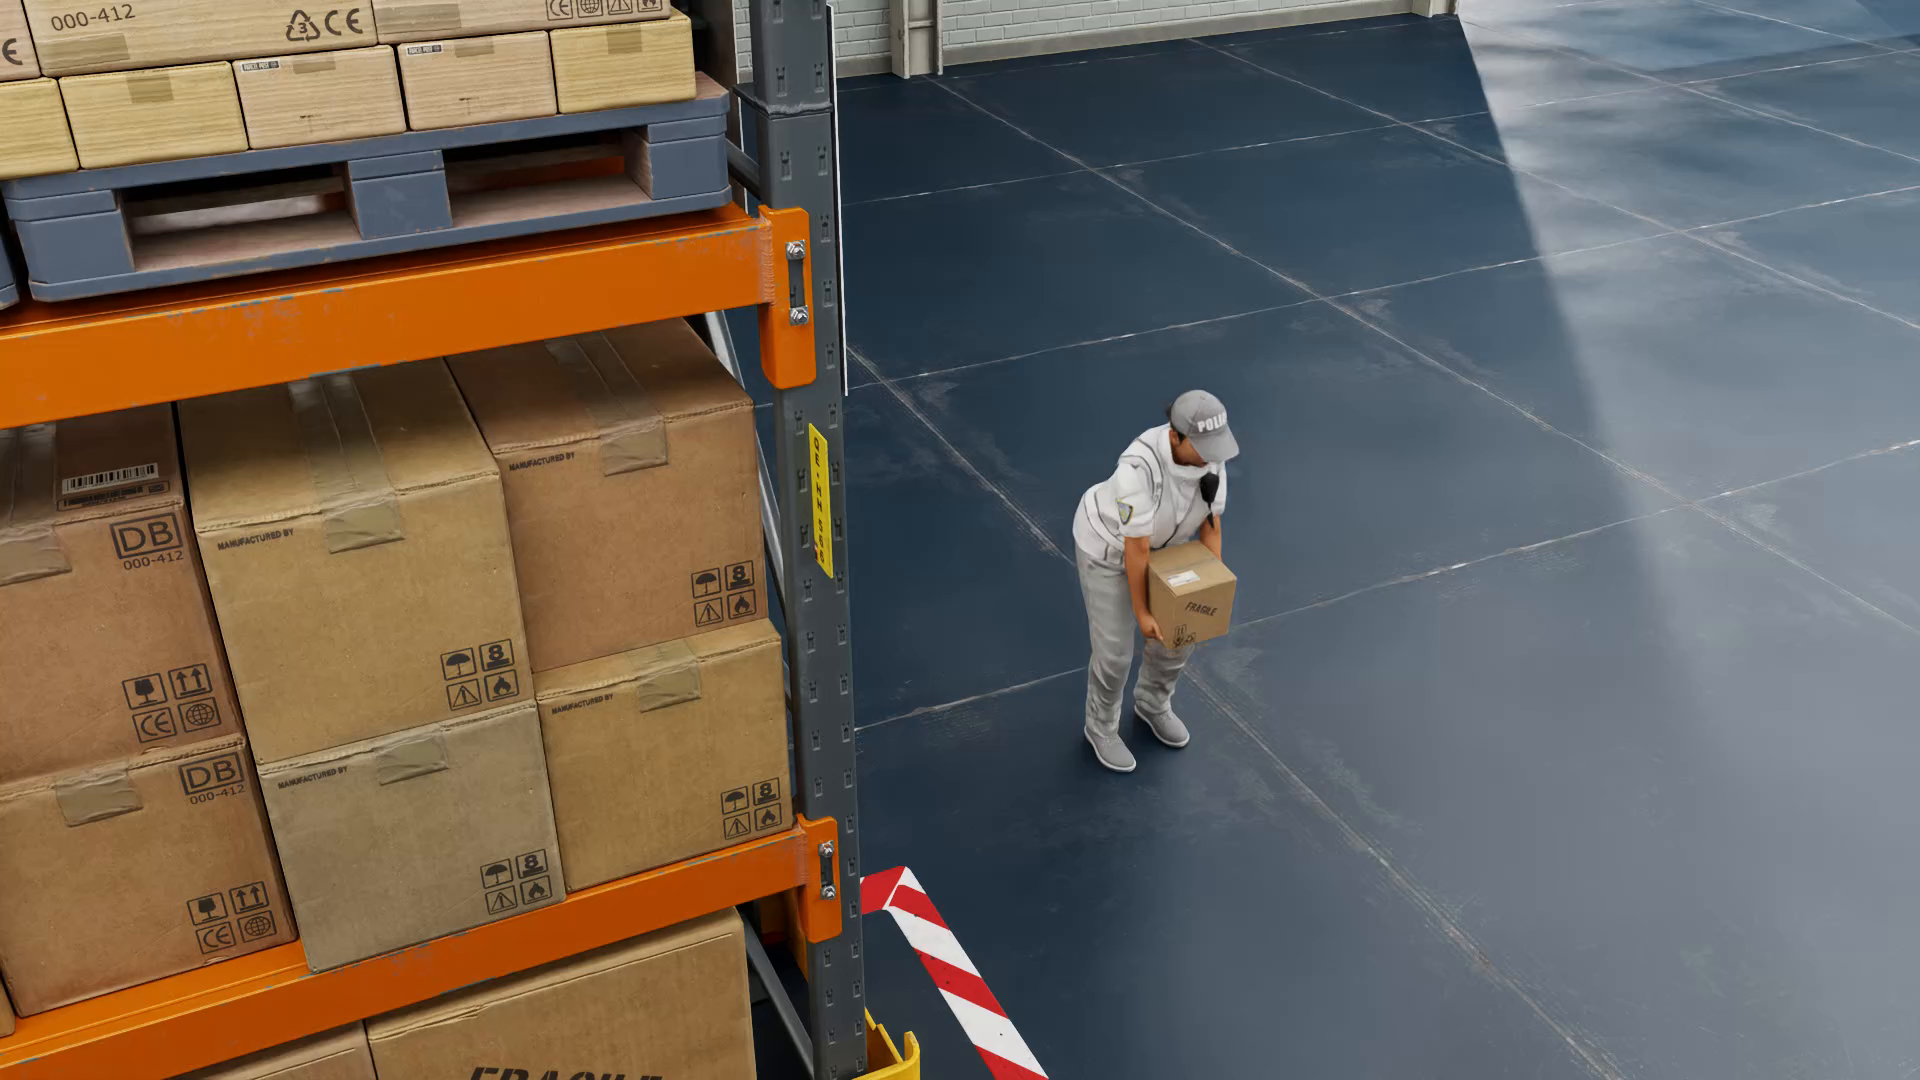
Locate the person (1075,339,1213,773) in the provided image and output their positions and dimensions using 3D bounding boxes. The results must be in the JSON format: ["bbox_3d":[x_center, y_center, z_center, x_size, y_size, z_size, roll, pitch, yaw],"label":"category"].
[{"bbox_3d":[0.686,0.062,6.030,0.452,1.661,0.553,-14,32,-23],"label":"person"}]
